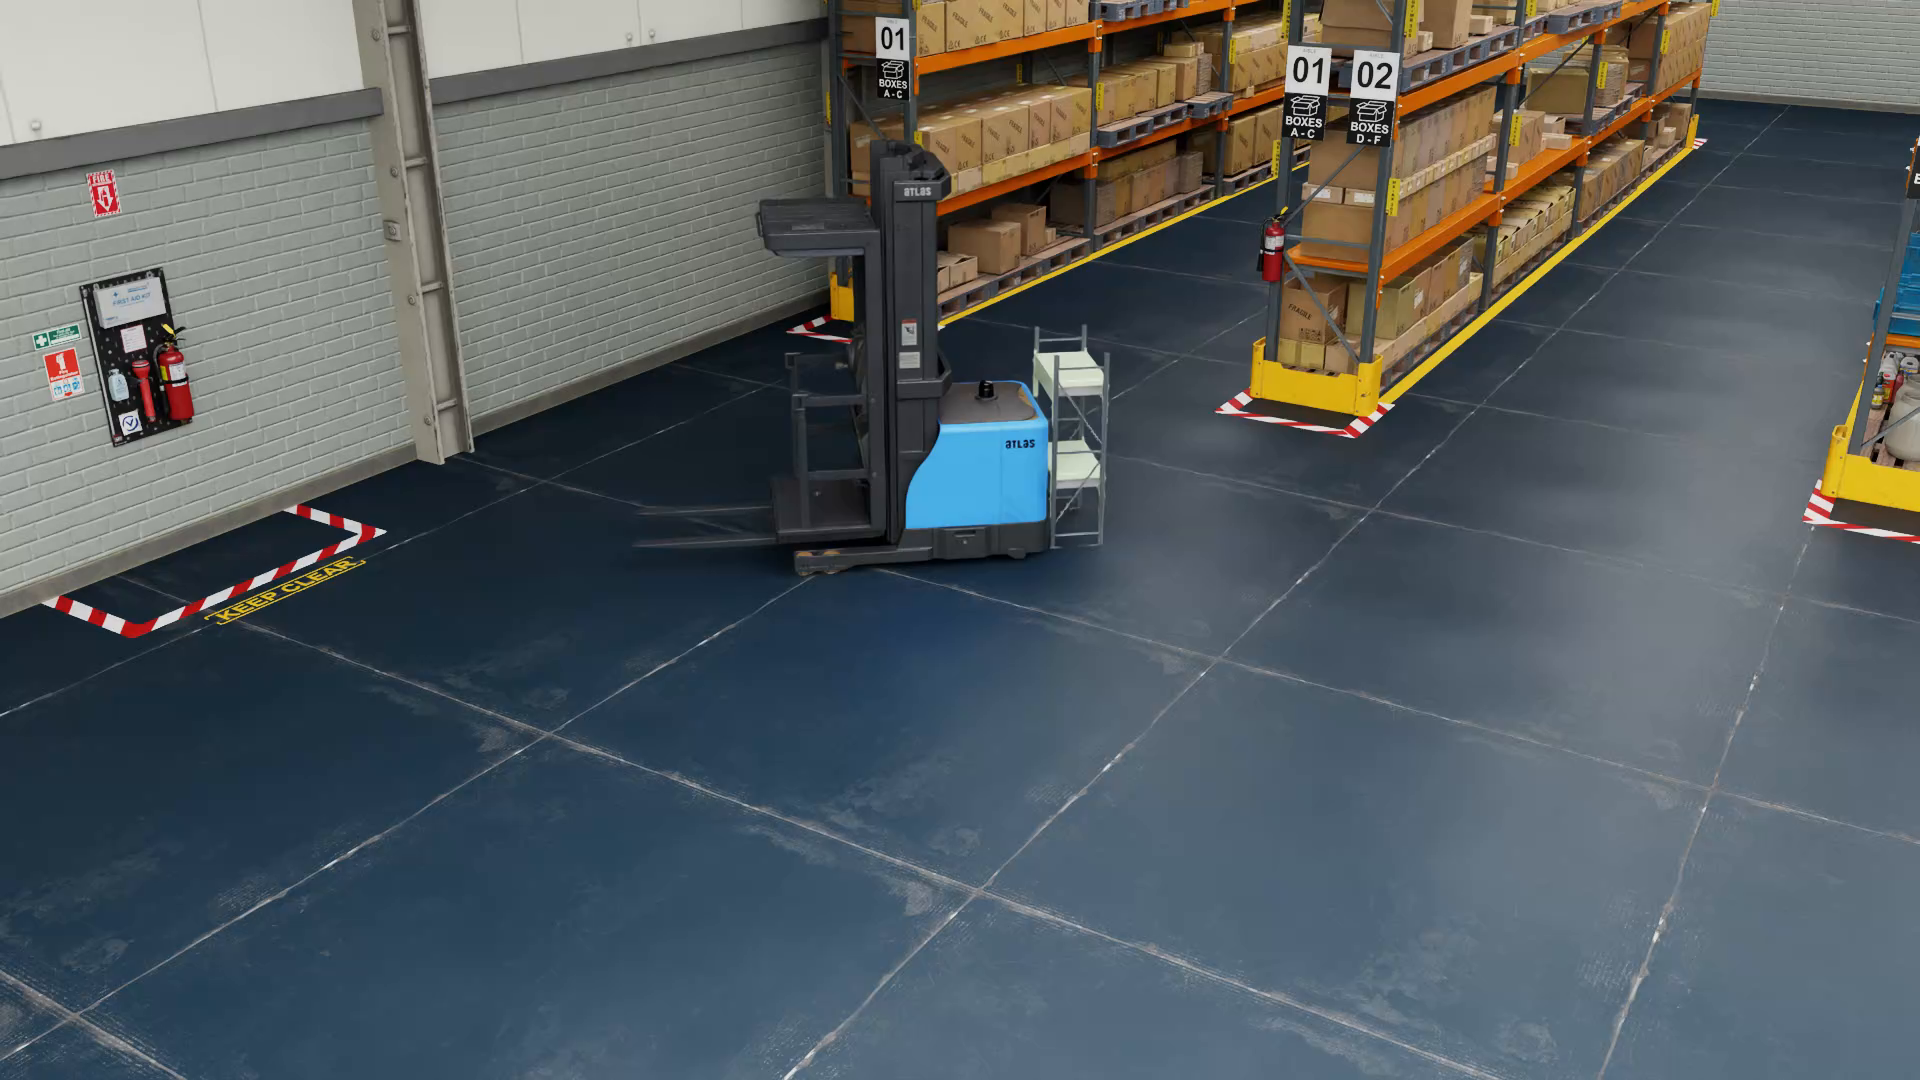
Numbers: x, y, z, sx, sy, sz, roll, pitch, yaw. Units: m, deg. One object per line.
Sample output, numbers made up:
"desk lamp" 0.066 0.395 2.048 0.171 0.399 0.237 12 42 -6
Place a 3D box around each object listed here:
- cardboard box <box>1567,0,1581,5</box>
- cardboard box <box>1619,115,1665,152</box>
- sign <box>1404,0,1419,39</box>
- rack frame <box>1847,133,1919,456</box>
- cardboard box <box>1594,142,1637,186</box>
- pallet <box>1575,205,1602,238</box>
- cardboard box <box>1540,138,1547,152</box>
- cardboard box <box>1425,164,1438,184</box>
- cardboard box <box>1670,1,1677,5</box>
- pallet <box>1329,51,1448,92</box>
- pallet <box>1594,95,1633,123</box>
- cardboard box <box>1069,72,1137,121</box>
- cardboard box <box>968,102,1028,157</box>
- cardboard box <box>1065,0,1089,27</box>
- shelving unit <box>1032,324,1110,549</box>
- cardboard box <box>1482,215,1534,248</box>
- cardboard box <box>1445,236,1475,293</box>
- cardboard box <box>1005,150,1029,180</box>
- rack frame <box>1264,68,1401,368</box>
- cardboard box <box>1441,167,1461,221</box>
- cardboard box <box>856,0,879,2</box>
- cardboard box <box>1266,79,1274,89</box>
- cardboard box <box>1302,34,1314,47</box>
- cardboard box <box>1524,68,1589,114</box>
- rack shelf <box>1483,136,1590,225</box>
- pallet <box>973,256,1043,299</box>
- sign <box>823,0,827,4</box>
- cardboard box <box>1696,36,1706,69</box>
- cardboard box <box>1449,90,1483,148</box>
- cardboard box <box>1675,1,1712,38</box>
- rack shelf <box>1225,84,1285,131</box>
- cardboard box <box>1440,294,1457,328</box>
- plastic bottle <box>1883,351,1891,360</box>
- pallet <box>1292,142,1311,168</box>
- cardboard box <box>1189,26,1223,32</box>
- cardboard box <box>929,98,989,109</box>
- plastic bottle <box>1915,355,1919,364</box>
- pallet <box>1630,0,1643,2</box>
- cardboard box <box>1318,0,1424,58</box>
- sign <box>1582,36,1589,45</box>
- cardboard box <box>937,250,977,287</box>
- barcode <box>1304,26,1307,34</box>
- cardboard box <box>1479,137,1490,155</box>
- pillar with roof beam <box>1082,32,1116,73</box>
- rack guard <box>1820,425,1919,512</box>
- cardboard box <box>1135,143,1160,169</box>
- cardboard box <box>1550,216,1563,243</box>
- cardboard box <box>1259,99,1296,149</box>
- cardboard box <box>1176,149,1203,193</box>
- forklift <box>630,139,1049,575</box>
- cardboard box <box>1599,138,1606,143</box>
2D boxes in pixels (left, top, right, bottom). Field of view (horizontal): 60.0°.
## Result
"cardboard box" 7.086 -6.537 19.794 0.500 0.250 0.500 15 27 30
"cardboard box" 10.635 -6.423 26.236 0.797 0.503 0.637 14 27 29
"sign" 3.787 -4.377 13.946 0.100 0.325 0.005 14 27 29
"rack frame" 7.525 -1.643 12.604 1.000 3.000 0.127 14 27 29
"cardboard box" 9.364 -5.395 23.865 0.500 0.500 0.500 14 27 29
"pallet" 7.965 -4.346 22.360 1.003 0.211 1.213 14 27 29
"cardboard box" 6.914 -4.824 20.270 0.380 0.149 0.250 16 28 33
"cardboard box" 4.386 -3.548 16.063 0.380 0.149 0.250 13 27 28
"cardboard box" 11.301 -8.492 27.042 0.500 0.500 0.500 15 27 31
"pallet" 3.714 -4.251 14.965 1.003 0.211 1.213 14 27 29
"pallet" 8.561 -5.951 22.799 1.003 0.211 1.213 14 27 29
"cardboard box" 1.817 -5.668 21.224 0.700 0.500 0.500 17 29 34
"cardboard box" 0.425 -4.616 18.692 0.500 0.500 0.500 15 27 31
"cardboard box" 1.161 -6.277 19.383 0.500 0.500 0.500 15 27 30
"shelving unit" 0.816 -0.782 12.504 0.431 1.500 0.755 -4 24 -8
"cardboard box" 6.399 -3.650 19.468 0.500 0.311 0.500 13 27 27
"cardboard box" 5.096 -2.938 17.586 0.500 0.500 0.500 14 27 29
"cardboard box" 0.440 -4.276 18.852 0.500 0.250 0.500 14 27 29
"rack frame" 3.319 -2.682 15.005 1.000 3.000 0.127 14 27 29
"cardboard box" 4.659 -3.579 16.951 0.700 0.500 0.500 14 27 30
"cardboard box" -0.886 -5.809 17.044 0.500 0.500 0.500 15 28 31
"cardboard box" 4.499 -6.895 25.029 0.380 0.149 0.250 14 27 29
"cardboard box" 5.148 -7.577 25.788 0.500 0.500 0.500 14 27 29
"cardboard box" 7.775 -5.857 21.684 0.700 0.500 0.500 5 24 11
"rack shelf" 6.484 -4.377 19.826 1.077 0.370 4.000 14 27 29
"pallet" 0.251 -3.142 19.577 1.003 0.211 1.213 14 27 29
"sign" -1.353 -5.625 16.912 0.100 0.325 0.005 14 27 29
"cardboard box" 11.754 -7.920 26.978 0.500 0.500 0.500 15 27 31
"cardboard box" 4.935 -4.351 17.102 0.700 0.500 0.500 14 27 29
"cardboard box" 11.758 -8.379 26.781 0.500 0.500 0.500 14 27 29
"rack shelf" 4.383 -6.764 25.339 1.077 0.370 4.000 14 27 29
"cardboard box" 4.847 -2.422 17.337 0.500 0.250 0.500 14 27 29
"plastic bottle" 8.635 -1.652 15.491 0.061 0.283 0.133 15 28 31
"pallet" 5.095 -6.213 26.672 1.003 0.211 1.213 14 27 29
"cardboard box" 3.624 -7.336 24.286 0.500 0.250 0.500 13 27 27
"cardboard box" -0.015 -4.720 18.933 0.500 0.500 0.500 14 27 30
"plastic bottle" 8.979 -1.763 15.663 0.144 0.351 0.185 14 27 29
"pallet" 8.701 -7.466 22.517 1.213 0.211 1.003 14 27 29
"cardboard box" 3.626 -4.556 14.723 0.797 0.503 0.637 16 28 33
"sign" 9.184 -7.240 24.445 0.100 0.325 0.005 14 27 29
"cardboard box" -0.149 -3.094 18.787 0.500 0.311 0.500 16 28 33
"barcode" 3.068 -4.528 14.762 0.001 0.075 0.075 14 27 29
"cardboard box" 5.335 -4.156 17.467 0.380 0.149 0.250 13 27 28
"pillar with roof beam" 5.565 -8.012 19.766 9.100 9.000 0.400 14 27 29
"rack guard" 7.525 -0.531 13.183 1.175 0.500 0.348 14 27 29
"cardboard box" 2.372 -5.210 22.493 0.500 0.250 0.500 14 27 29
"cardboard box" 7.200 -3.909 20.773 0.500 0.250 0.500 14 27 28
"cardboard box" 4.740 -6.428 25.835 0.750 0.750 0.750 15 27 31
"cardboard box" 2.993 -5.220 23.460 0.700 0.500 0.500 14 27 30
"forklift" -0.912 -1.315 11.934 3.031 2.935 1.130 -3 24 -8
"cardboard box" 9.187 -5.675 24.511 0.500 0.500 0.500 13 26 27
